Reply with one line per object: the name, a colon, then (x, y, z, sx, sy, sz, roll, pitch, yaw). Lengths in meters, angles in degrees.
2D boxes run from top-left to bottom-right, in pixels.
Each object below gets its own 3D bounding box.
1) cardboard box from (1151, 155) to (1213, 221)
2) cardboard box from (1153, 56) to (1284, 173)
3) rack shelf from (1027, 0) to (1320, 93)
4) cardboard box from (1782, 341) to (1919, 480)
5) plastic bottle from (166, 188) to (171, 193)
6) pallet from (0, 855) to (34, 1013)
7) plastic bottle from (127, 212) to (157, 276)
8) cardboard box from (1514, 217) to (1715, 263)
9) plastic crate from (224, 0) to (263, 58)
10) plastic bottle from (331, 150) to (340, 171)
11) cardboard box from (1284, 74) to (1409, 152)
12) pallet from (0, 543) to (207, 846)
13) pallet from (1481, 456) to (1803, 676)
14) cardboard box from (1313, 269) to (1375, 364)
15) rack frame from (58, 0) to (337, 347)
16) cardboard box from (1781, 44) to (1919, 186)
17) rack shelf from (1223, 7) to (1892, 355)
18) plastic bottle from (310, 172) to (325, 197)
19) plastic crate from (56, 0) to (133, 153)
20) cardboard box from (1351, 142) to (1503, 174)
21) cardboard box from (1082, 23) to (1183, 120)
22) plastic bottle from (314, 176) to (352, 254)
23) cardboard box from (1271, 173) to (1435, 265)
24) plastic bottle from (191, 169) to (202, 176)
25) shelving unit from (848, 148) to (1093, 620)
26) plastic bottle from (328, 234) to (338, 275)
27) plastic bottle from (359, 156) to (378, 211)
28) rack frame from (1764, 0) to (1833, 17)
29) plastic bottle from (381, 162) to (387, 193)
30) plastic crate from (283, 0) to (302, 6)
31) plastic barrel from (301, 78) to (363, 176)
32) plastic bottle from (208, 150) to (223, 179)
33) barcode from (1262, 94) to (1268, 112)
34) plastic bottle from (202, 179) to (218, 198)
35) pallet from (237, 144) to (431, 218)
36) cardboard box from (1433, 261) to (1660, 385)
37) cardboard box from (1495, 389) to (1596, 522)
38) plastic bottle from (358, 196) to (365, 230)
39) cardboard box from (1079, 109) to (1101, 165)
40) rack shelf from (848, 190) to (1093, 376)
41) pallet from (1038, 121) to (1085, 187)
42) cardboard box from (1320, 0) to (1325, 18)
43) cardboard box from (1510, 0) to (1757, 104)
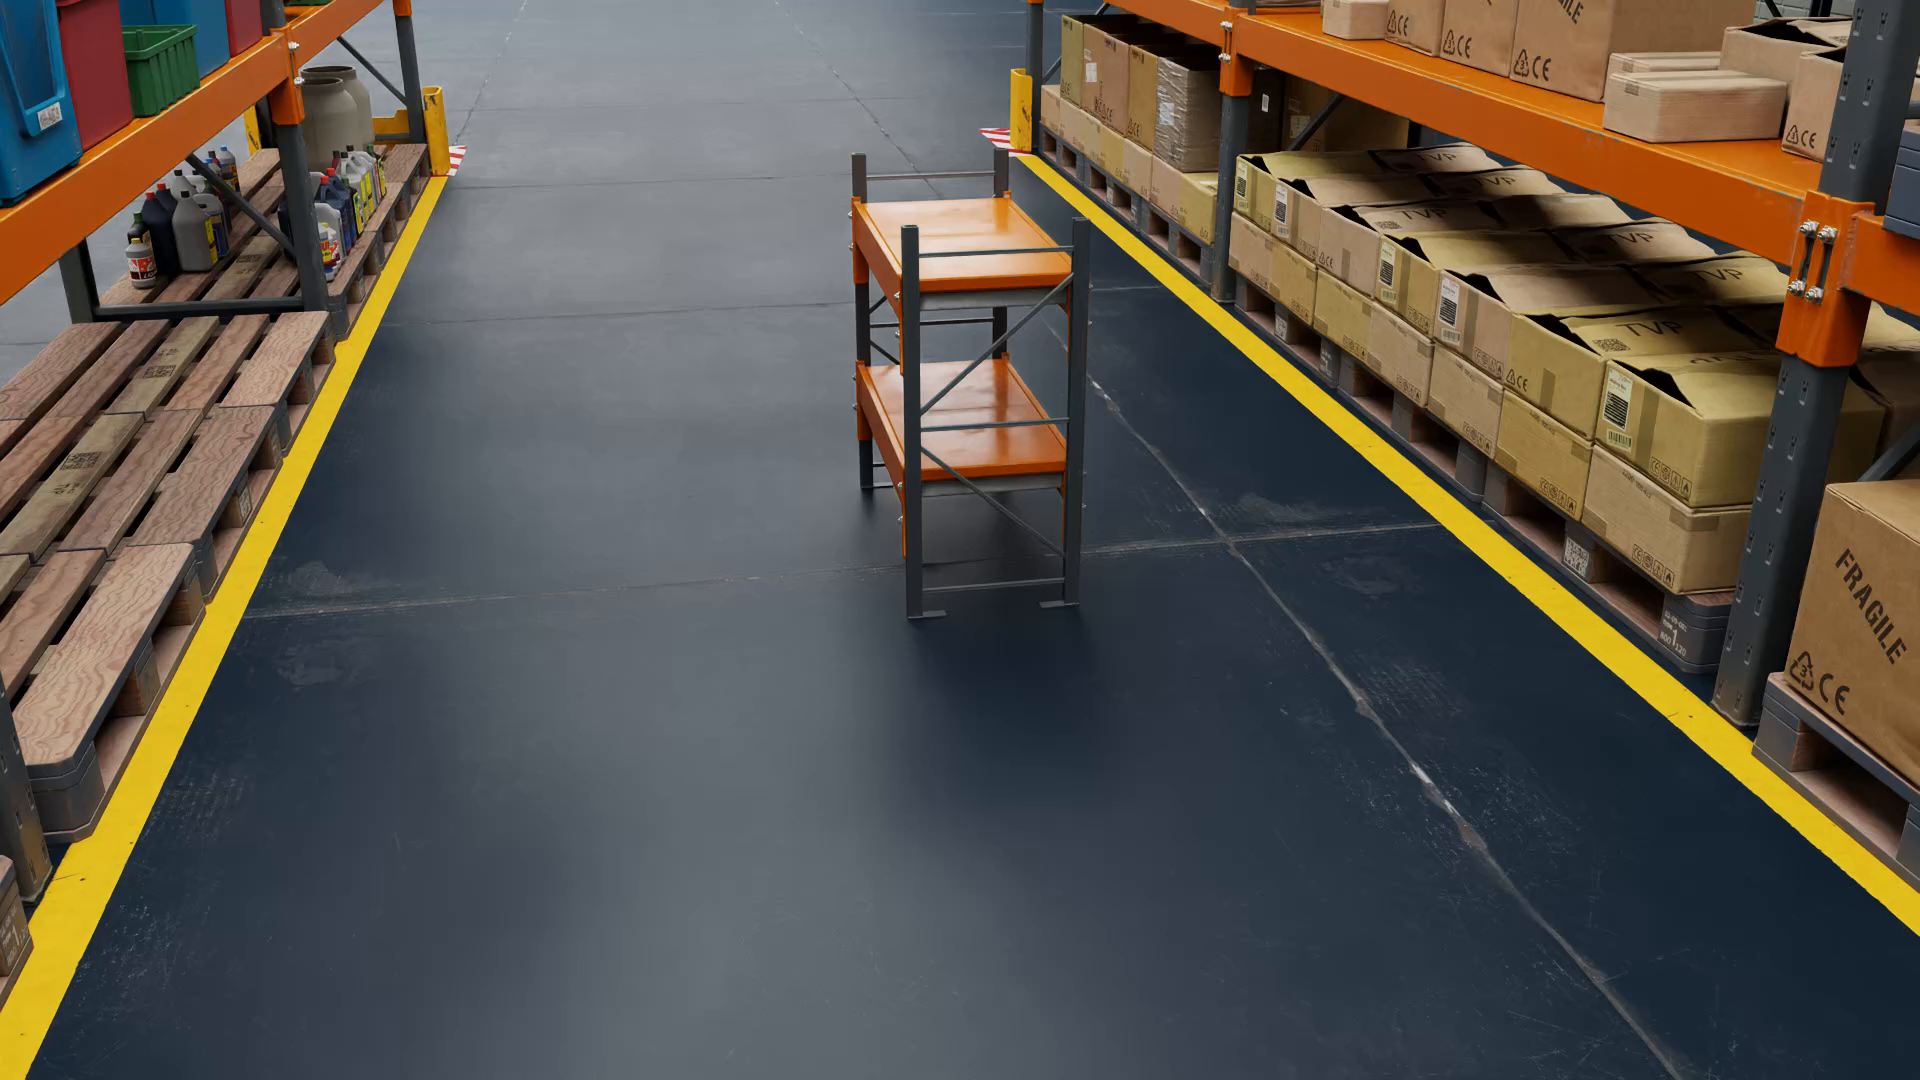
cardboard box: (1.304, -1.828, 8.599, 0.500, 0.250, 0.500, -4, 24, -10)
cardboard box: (1.306, -2.172, 8.449, 0.500, 0.500, 0.500, -4, 24, -10)
rack shelf: (1.317, -2.989, 9.245, 1.077, 0.370, 4.000, -4, 24, -10)
cardboard box: (2.619, -0.376, 4.573, 0.500, 0.311, 0.500, -4, 24, -8)
plastic bottle: (-3.690, -1.492, 7.763, 0.061, 0.283, 0.133, -3, 24, -6)
pallet: (-2.255, 0.991, 2.717, 1.003, 0.211, 1.213, -4, 24, -10)
plastic bottle: (-3.595, -1.289, 7.297, 0.061, 0.283, 0.133, -3, 24, -7)
cardboard box: (2.325, -0.985, 5.967, 0.500, 0.311, 0.500, -5, 24, -10)
plastic crate: (-2.791, -2.029, 6.067, 0.402, 0.464, 0.583, -4, 24, -10)
plastic bottle: (-3.236, -1.898, 8.692, 0.061, 0.283, 0.133, -4, 24, -10)
cardboard box: (1.909, -2.014, 8.087, 0.500, 0.500, 0.500, -4, 24, -10)
pallet: (-2.547, 0.377, 4.124, 1.003, 0.211, 1.213, -4, 24, -10)
pallet: (2.313, -0.008, 5.004, 1.003, 0.211, 1.213, -4, 24, -10)
cardboard box: (1.710, -0.883, 6.434, 0.500, 0.250, 0.500, -5, 24, -11)
rack frame: (-3.181, -2.167, 6.464, 1.000, 3.000, 0.127, -4, 24, -10)
cardboard box: (2.402, -1.064, 4.050, 0.500, 0.311, 0.500, -3, 24, -6)
rack shelf: (2.057, -1.416, 5.643, 1.077, 0.370, 4.000, -4, 24, -10)
plastic bottle: (-3.177, -1.689, 8.223, 0.152, 0.276, 0.135, -4, 24, -10)
plastic crate: (-2.440, -1.281, 4.356, 0.402, 0.464, 0.583, -4, 24, -10)
cardboard box: (2.044, -1.583, 7.338, 0.500, 0.311, 0.500, -4, 24, -10)
cardboard box: (1.027, -2.762, 9.800, 0.500, 0.500, 0.500, -4, 24, -10)
plastic bottle: (-2.923, -1.503, 7.703, 0.144, 0.351, 0.185, -4, 24, -8)
cardboard box: (1.606, -1.343, 6.788, 0.500, 0.311, 0.500, -5, 24, -10)
plastic bottle: (-3.773, -1.702, 8.257, 0.097, 0.271, 0.097, 0, 24, 0)
shelving unit: (0.001, -0.513, 5.019, 0.538, 1.125, 1.048, -4, 24, -10)
plastic bottle: (-2.828, -1.284, 7.389, 0.097, 0.201, 0.097, 0, 24, 0)
plastic bottle: (-3.105, -1.848, 8.587, 0.152, 0.276, 0.135, -5, 24, -11)
rack frame: (5.815, -4.474, 11.745, 1.000, 3.000, 0.127, -4, 24, -10)
plastic bottle: (-3.151, -1.970, 8.959, 0.097, 0.201, 0.097, 0, 24, 0)
plastic crate: (-3.153, -2.354, 6.969, 0.767, 0.338, 0.504, -4, 24, -10)
plastic barrel: (-3.632, -2.342, 9.449, 0.421, 0.512, 0.421, 0, 24, 0)
plastic bottle: (-3.868, -1.871, 8.629, 0.061, 0.283, 0.133, -4, 24, -9)
barcode: (1.325, -1.897, 7.220, 0.001, 0.075, 0.075, -4, 24, -10)
plastic bottle: (-3.583, -1.576, 7.955, 0.061, 0.283, 0.133, -4, 24, -10)
pallet: (-3.716, -2.116, 9.831, 1.003, 0.211, 1.213, -4, 24, -10)
cardboard box: (1.895, -0.739, 5.404, 0.500, 0.311, 0.500, -4, 24, -10)
cardboard box: (1.991, -0.283, 5.060, 0.500, 0.250, 0.500, -5, 24, -10)
plastic bottle: (-2.987, -1.622, 8.162, 0.097, 0.201, 0.097, 0, 24, 0)
cardboard box: (1.016, -2.417, 9.948, 0.500, 0.250, 0.500, -4, 24, -10)
rack shelf: (0.001, -0.781, 4.902, 0.538, 0.278, 1.000, -4, 24, -10)
pallet: (1.130, -2.530, 10.779, 1.003, 0.211, 1.213, -4, 24, -10)
cardboard box: (1.821, -2.273, 6.894, 0.500, 0.250, 0.500, -3, 24, -6)
cardboard box: (2.101, -1.663, 5.186, 0.500, 0.500, 0.500, -6, 24, -13)
